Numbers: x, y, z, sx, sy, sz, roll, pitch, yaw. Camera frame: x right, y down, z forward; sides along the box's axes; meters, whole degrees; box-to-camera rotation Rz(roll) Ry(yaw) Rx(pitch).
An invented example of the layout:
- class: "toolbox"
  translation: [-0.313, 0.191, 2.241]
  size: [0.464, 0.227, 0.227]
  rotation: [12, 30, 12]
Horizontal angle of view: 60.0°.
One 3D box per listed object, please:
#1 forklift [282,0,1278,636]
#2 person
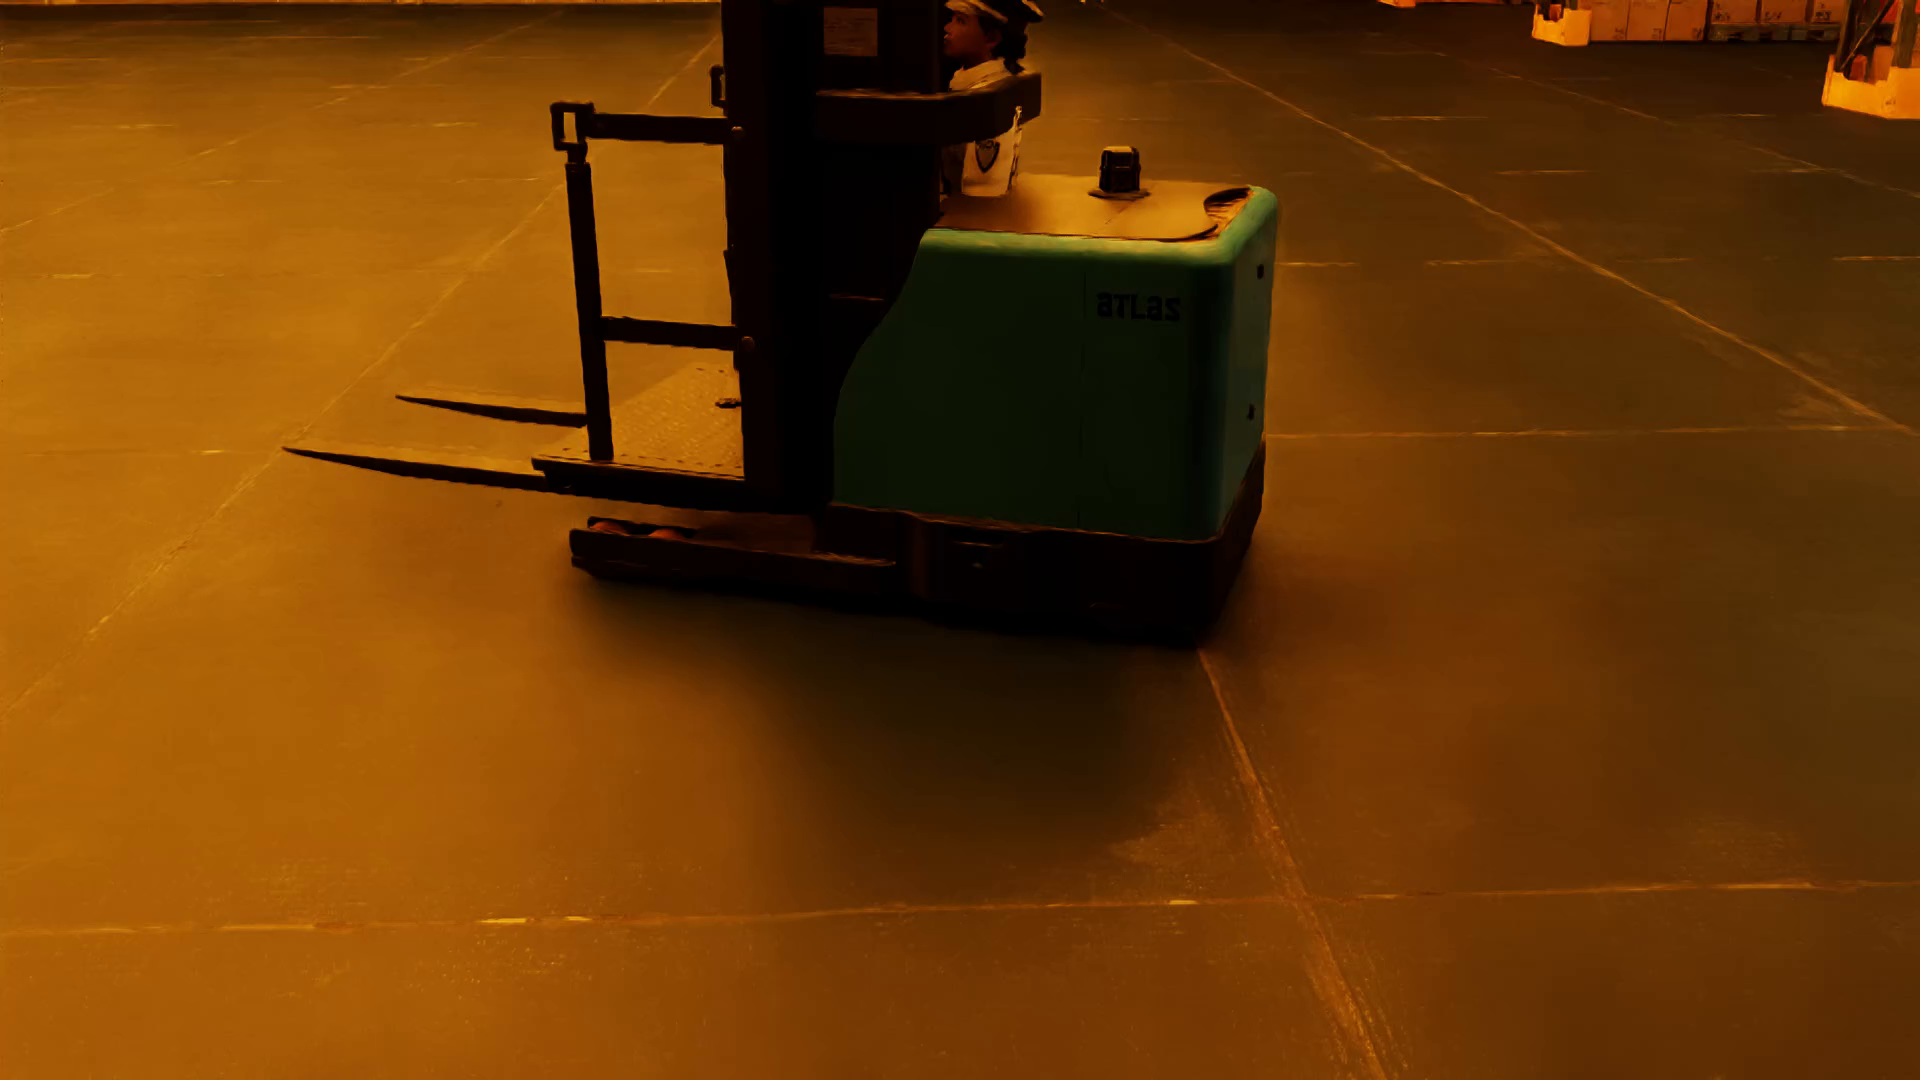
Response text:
- class: "forklift"
  translation: [-0.629, -1.406, 4.743]
  size: [3.031, 2.935, 1.130]
  rotation: [6, 22, 16]
- class: "person"
  translation: [-0.058, -0.798, 4.864]
  size: [0.571, 1.694, 0.586]
  rotation: [-1, 21, -3]
